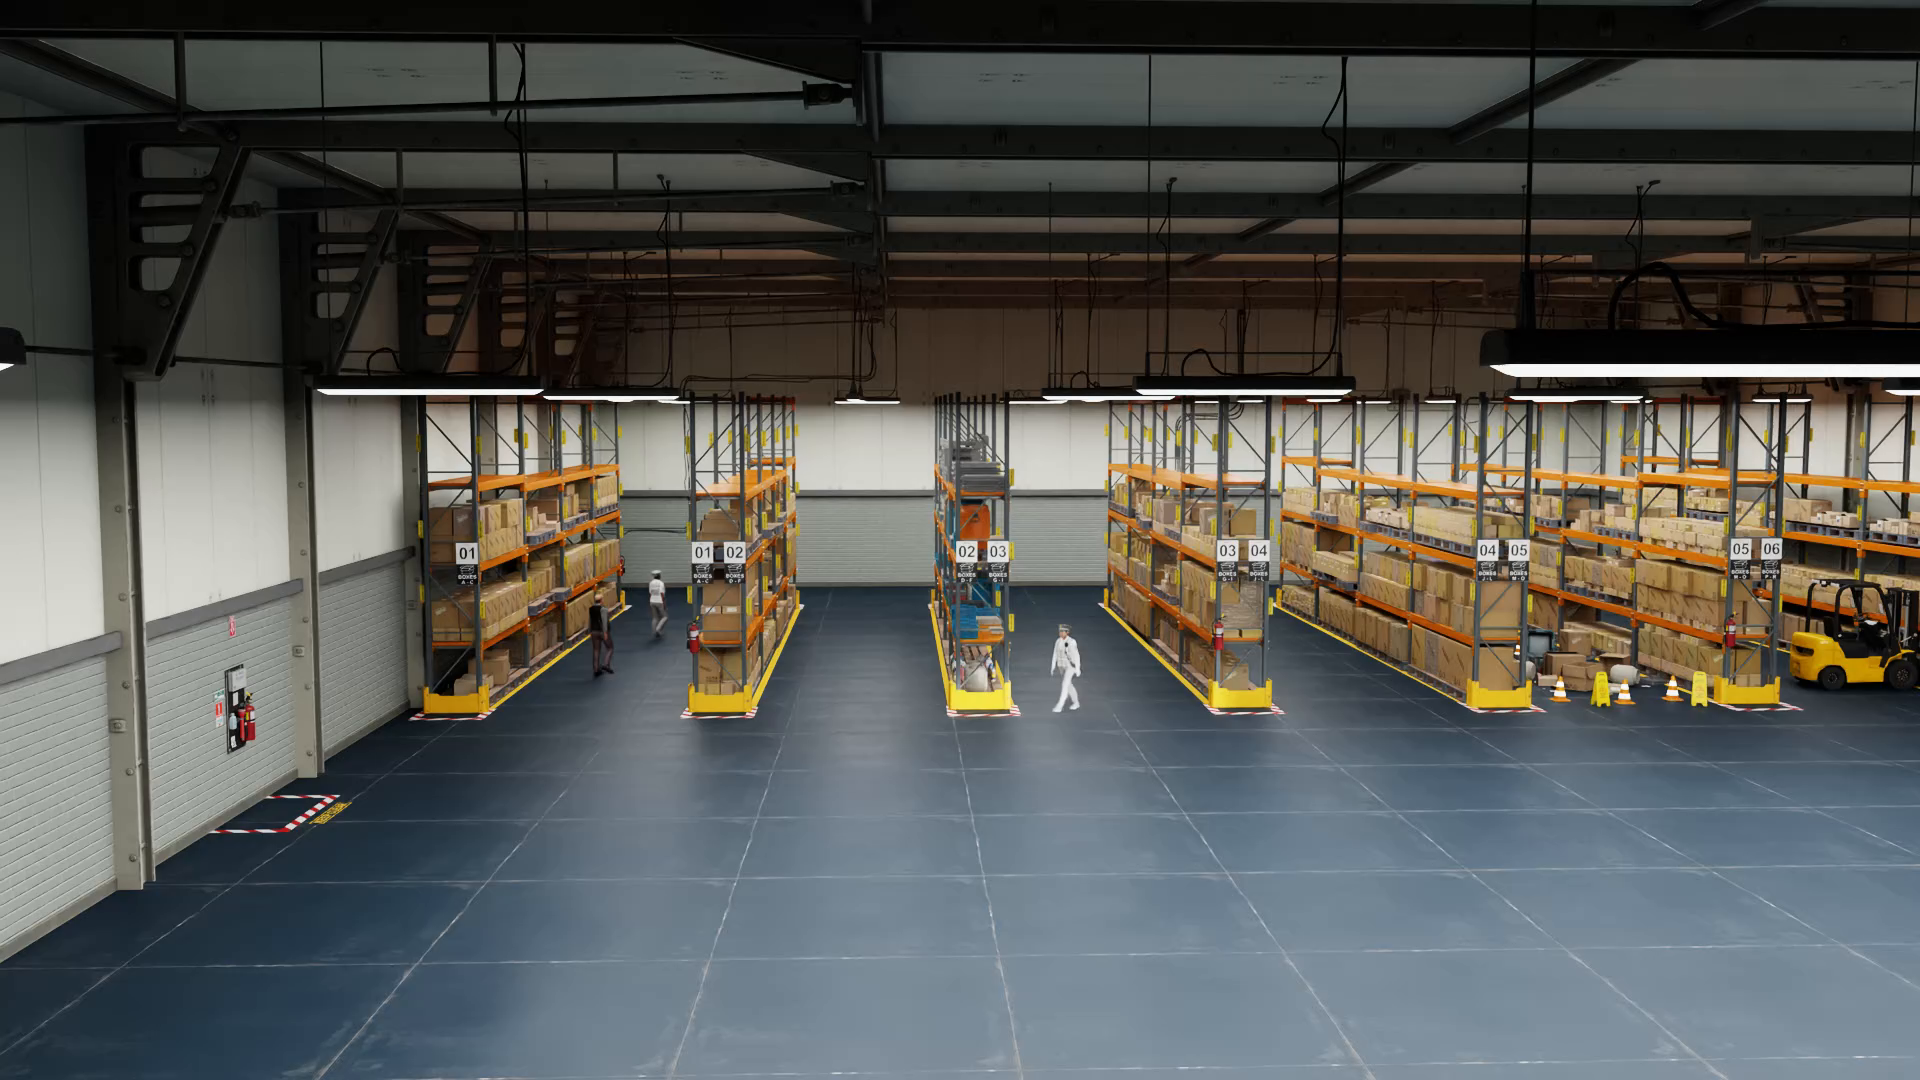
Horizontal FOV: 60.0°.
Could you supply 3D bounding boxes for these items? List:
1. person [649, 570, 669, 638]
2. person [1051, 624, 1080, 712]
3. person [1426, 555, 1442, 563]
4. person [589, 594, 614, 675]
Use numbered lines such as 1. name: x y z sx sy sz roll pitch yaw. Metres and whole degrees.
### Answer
1. person: -7.506 1.590 41.177 0.489 1.676 0.459 3 5 29
2. person: 1.926 2.388 31.127 0.942 1.635 0.518 -4 6 -42
3. person: 14.714 0.799 51.493 1.021 1.576 0.463 -1 5 -13
4. person: -7.708 2.012 35.536 0.543 1.711 0.540 1 5 11
